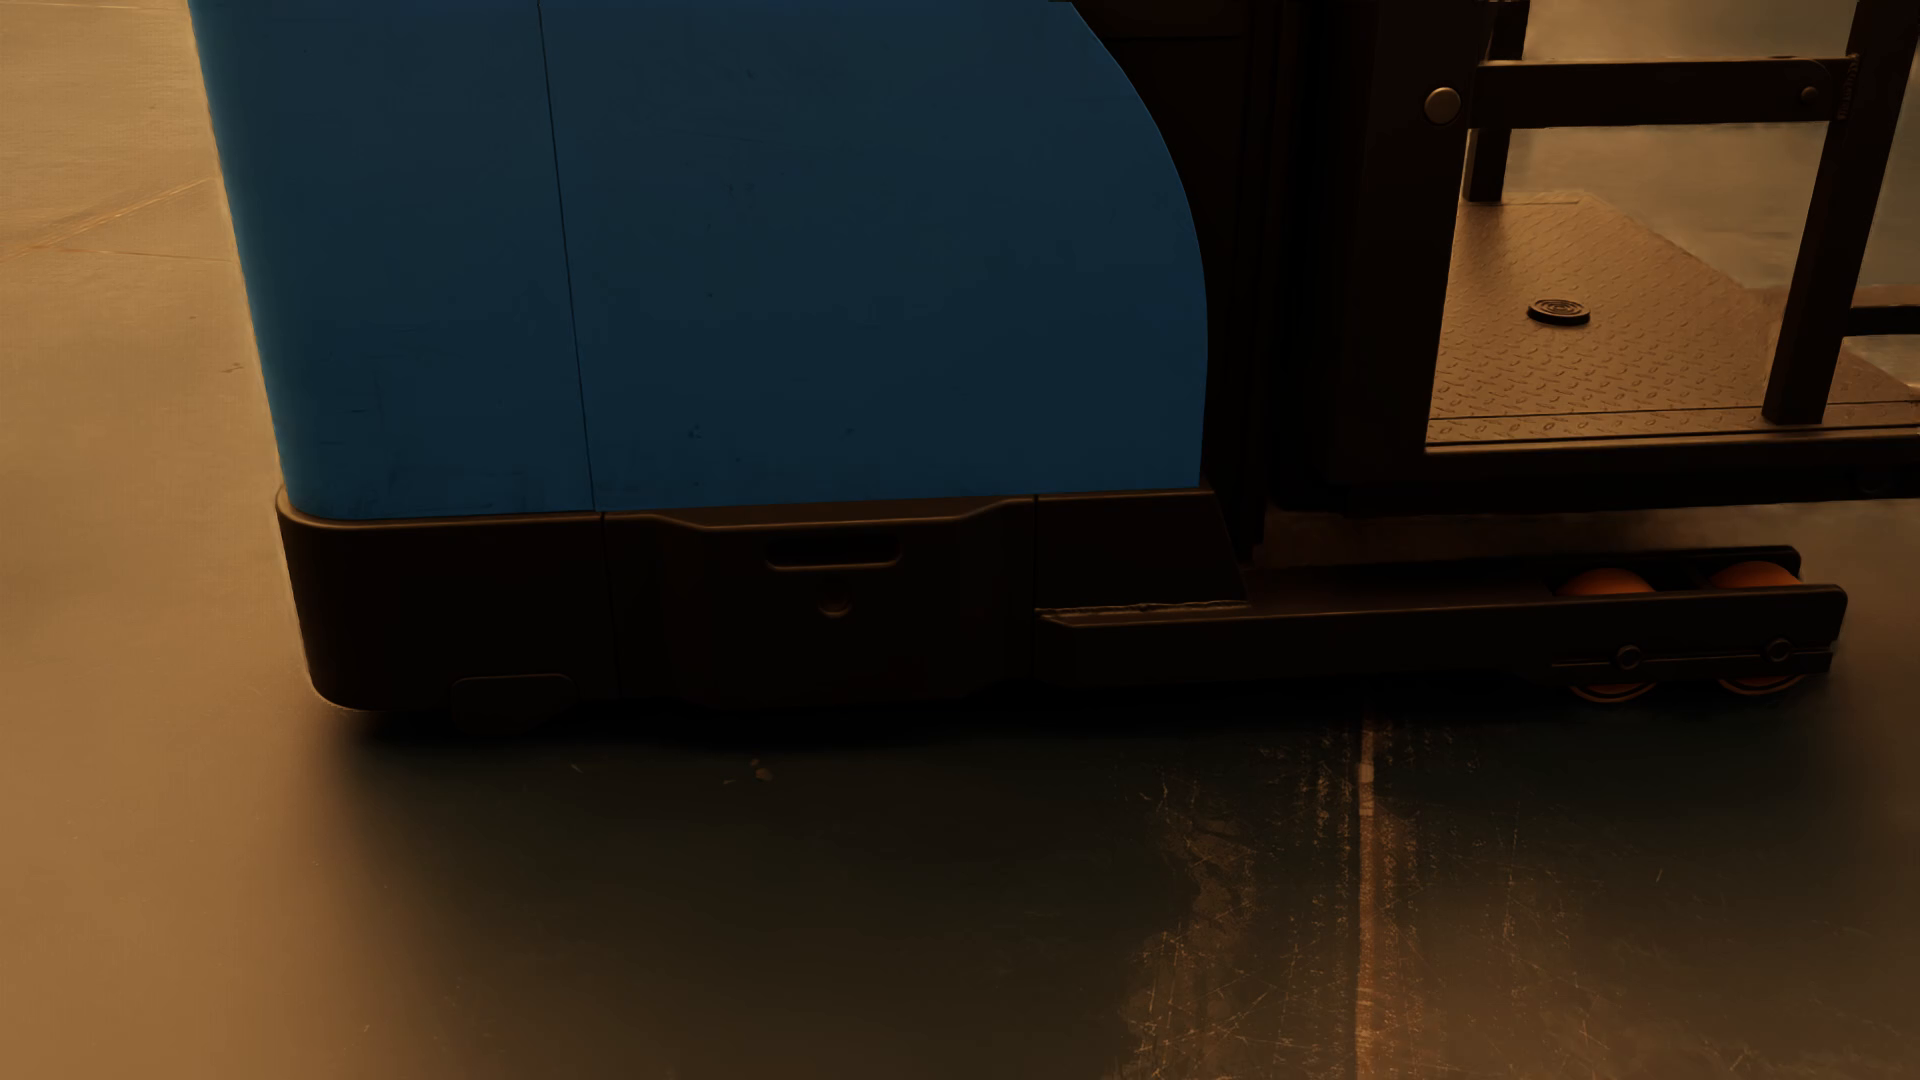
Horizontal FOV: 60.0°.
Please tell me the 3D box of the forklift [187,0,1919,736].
[{"bbox_3d":[0.680,-1.339,1.901,3.031,2.935,1.130,-2,27,-5],"label":"forklift"}]
